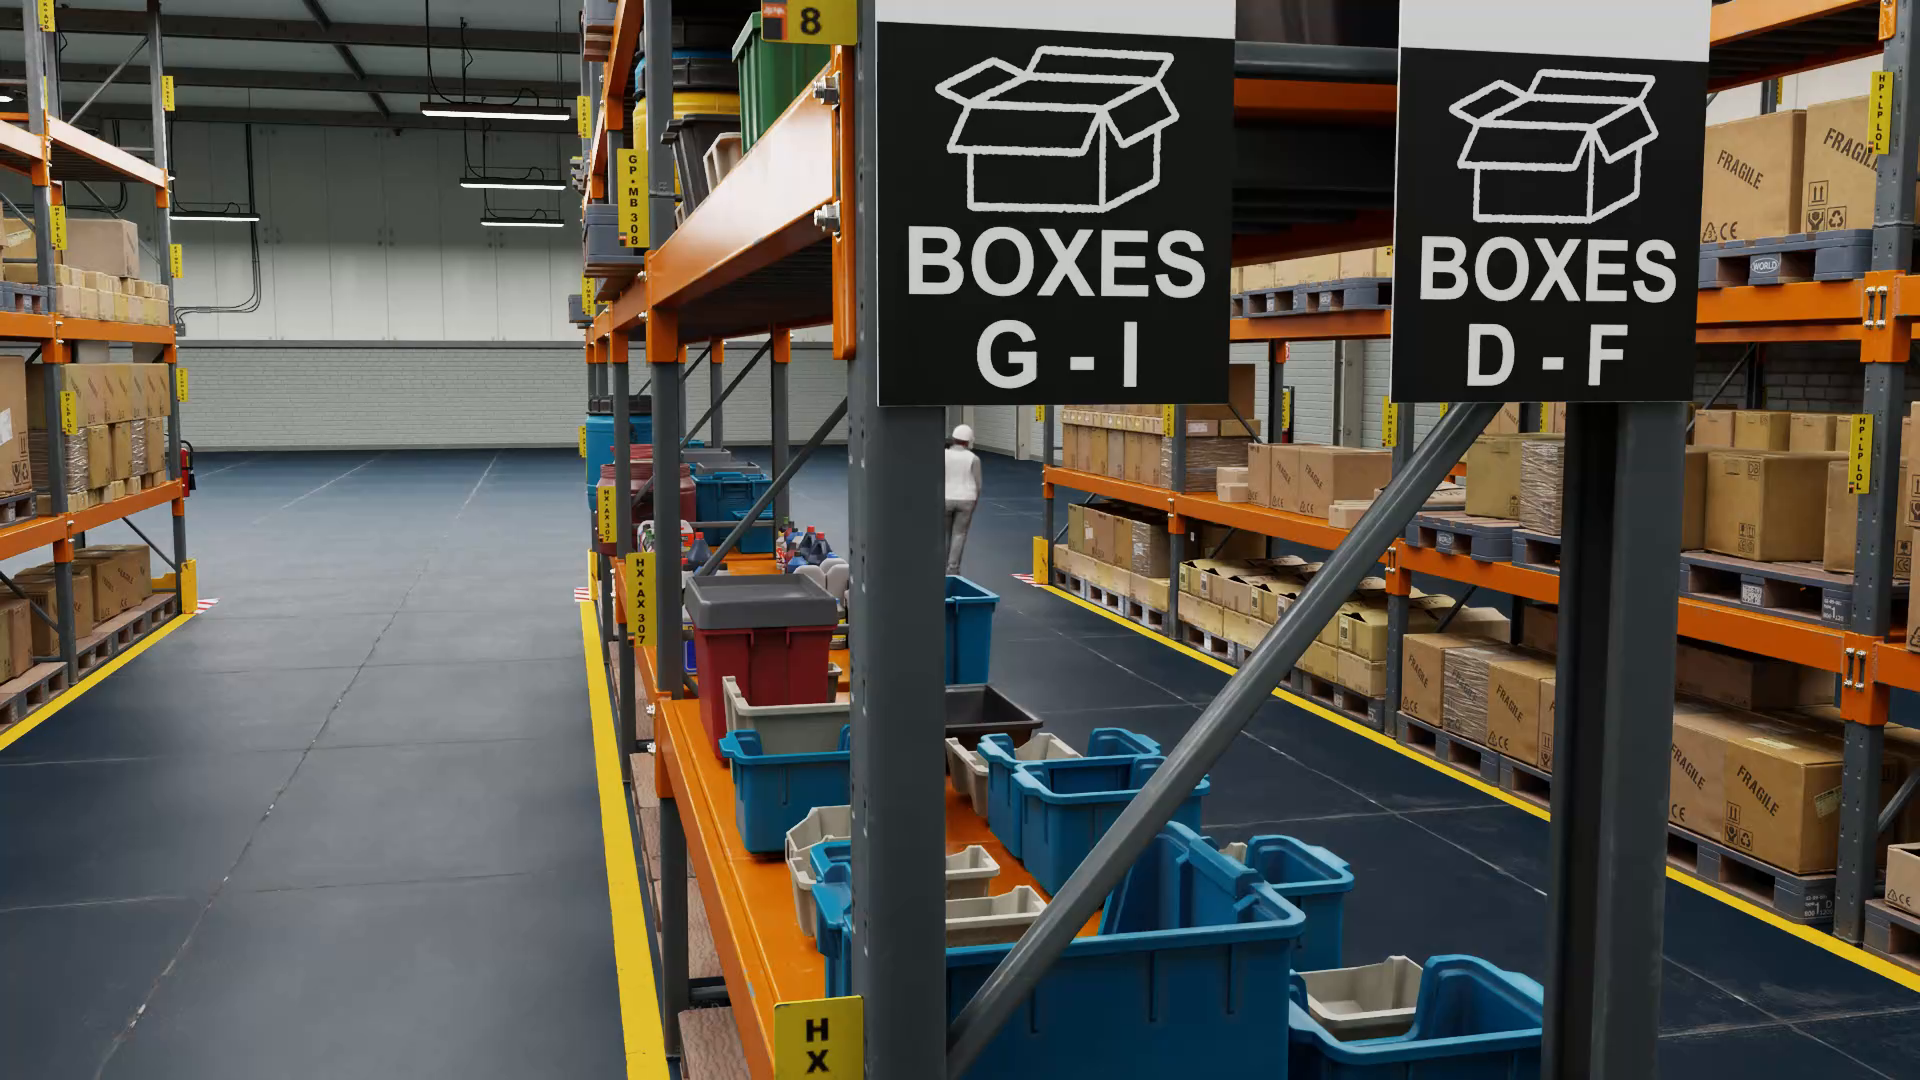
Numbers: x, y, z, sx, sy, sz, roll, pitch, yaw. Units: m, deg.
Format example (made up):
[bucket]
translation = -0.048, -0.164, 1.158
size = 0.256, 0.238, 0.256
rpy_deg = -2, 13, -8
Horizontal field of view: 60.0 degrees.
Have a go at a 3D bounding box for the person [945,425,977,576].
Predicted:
[person]
translation = -0.039, -0.473, 19.212
size = 0.516, 1.718, 0.876
rpy_deg = 1, 6, 12
